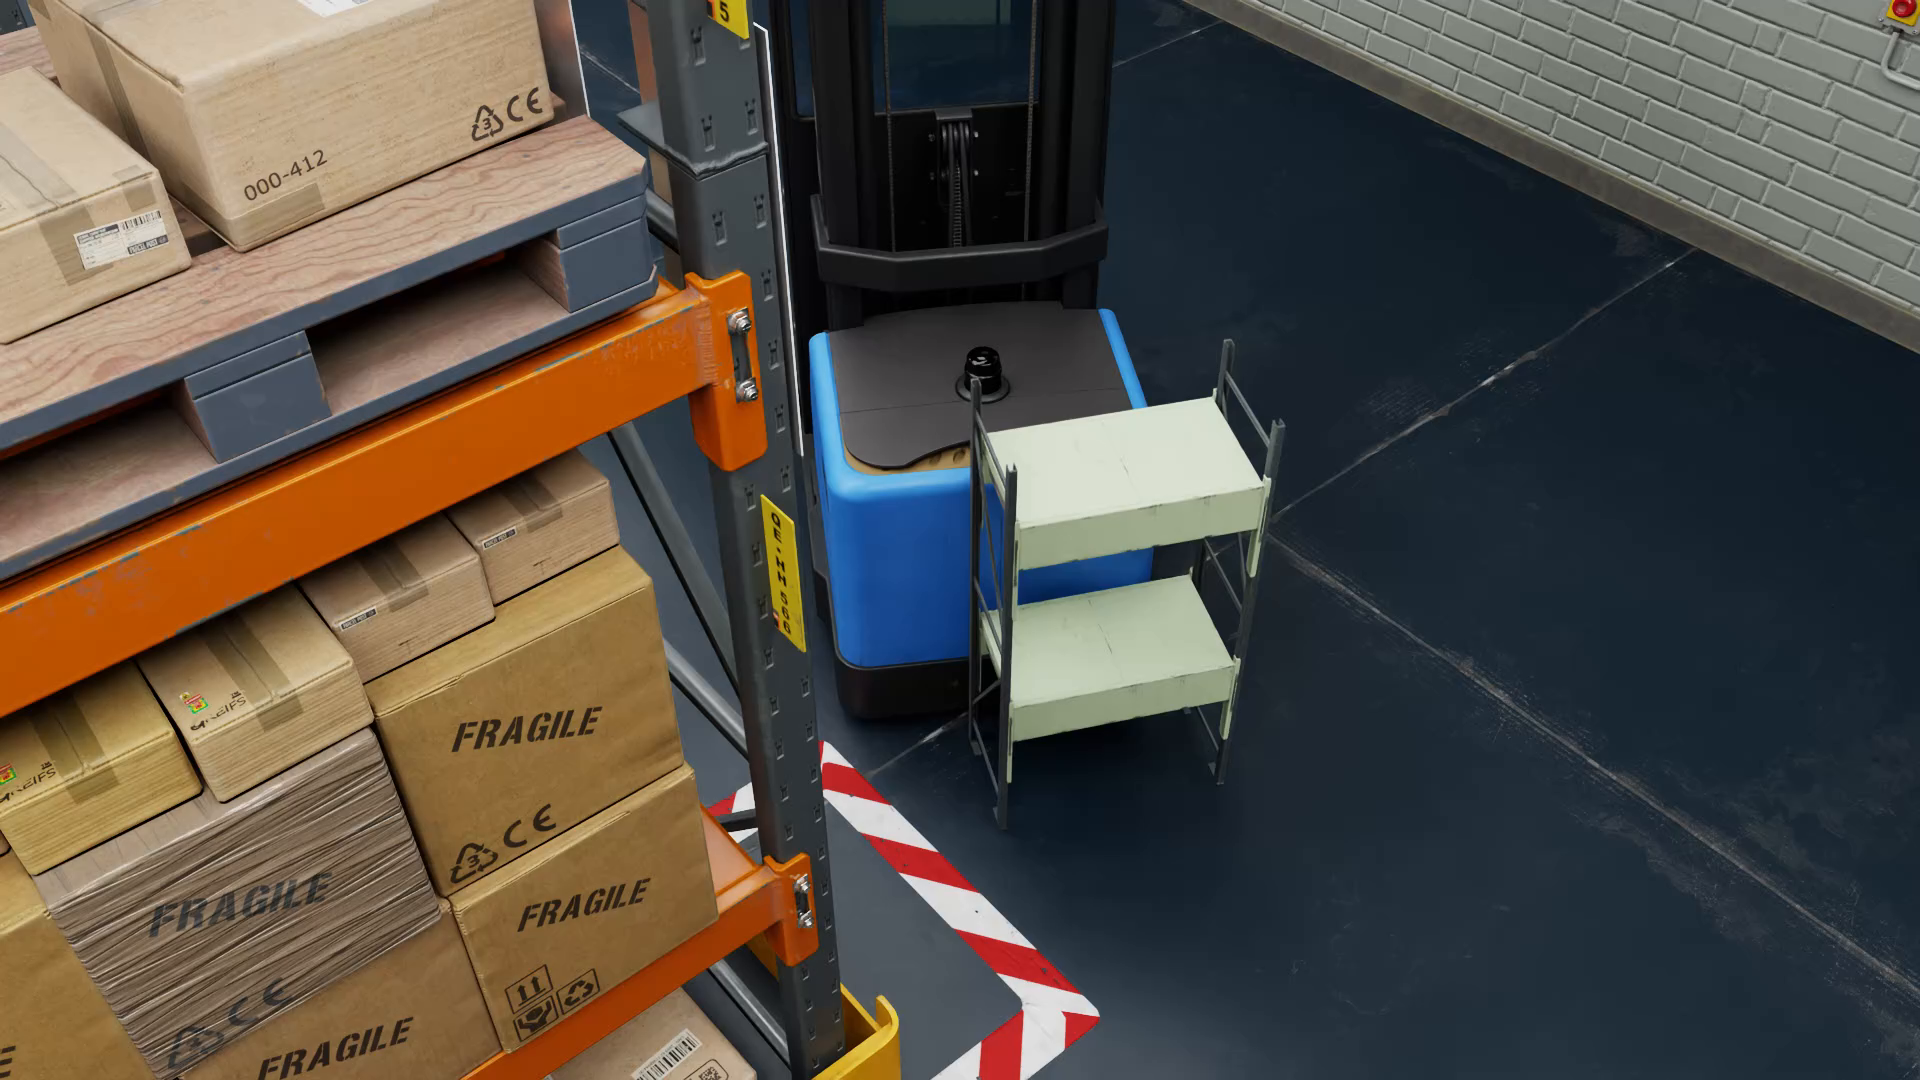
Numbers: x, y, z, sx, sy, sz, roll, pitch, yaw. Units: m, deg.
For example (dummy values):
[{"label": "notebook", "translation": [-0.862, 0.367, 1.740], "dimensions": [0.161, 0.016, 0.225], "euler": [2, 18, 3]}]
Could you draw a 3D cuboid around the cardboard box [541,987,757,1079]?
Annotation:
[{"label": "cardboard box", "translation": [-1.096, 1.404, 4.129], "dimensions": [0.875, 0.438, 0.875], "euler": [-32, 52, -29]}]

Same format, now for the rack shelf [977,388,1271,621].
[{"label": "rack shelf", "translation": [0.443, -0.106, 4.697], "dimensions": [0.720, 0.370, 0.431], "euler": [-10, 44, -10]}]

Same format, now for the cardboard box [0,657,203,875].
[{"label": "cardboard box", "translation": [-1.344, 0.277, 2.487], "dimensions": [0.250, 0.149, 0.380], "euler": [-29, 50, -27]}]

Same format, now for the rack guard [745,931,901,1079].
[{"label": "rack guard", "translation": [-0.636, 1.181, 4.627], "dimensions": [0.348, 0.500, 1.175], "euler": [-30, 51, -28]}]

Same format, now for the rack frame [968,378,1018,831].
[{"label": "rack frame", "translation": [0.088, 0.240, 4.899], "dimensions": [0.023, 1.500, 0.400], "euler": [-10, 44, -10]}]

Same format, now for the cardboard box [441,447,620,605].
[{"label": "cardboard box", "translation": [-0.801, -0.094, 2.882], "dimensions": [0.250, 0.149, 0.380], "euler": [-29, 50, -27]}]

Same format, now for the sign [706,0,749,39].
[{"label": "sign", "translation": [-0.317, -0.816, 2.148], "dimensions": [0.005, 0.325, 0.100], "euler": [-30, 51, -28]}]

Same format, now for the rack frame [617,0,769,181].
[{"label": "rack frame", "translation": [-0.654, -1.906, 1.707], "dimensions": [0.127, 3.000, 1.000], "euler": [-30, 51, -28]}]

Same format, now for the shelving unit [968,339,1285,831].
[{"label": "shelving unit", "translation": [0.443, 0.179, 4.964], "dimensions": [0.755, 1.500, 0.431], "euler": [-10, 44, -10]}]

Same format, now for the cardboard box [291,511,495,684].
[{"label": "cardboard box", "translation": [-0.980, 0.030, 2.750], "dimensions": [0.250, 0.149, 0.380], "euler": [-29, 50, -27]}]

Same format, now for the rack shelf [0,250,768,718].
[{"label": "rack shelf", "translation": [-2.188, 0.328, 2.044], "dimensions": [4.000, 0.370, 1.077], "euler": [-30, 51, -28]}]

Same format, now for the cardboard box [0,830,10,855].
[{"label": "cardboard box", "translation": [-1.590, 0.354, 2.405], "dimensions": [0.250, 0.149, 0.380], "euler": [-30, 51, -28]}]

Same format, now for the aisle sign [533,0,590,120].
[{"label": "aisle sign", "translation": [-0.785, -0.851, 3.066], "dimensions": [0.004, 0.787, 0.394], "euler": [-30, 51, -28]}]

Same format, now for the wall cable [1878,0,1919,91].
[{"label": "wall cable", "translation": [3.656, -2.590, 6.052], "dimensions": [0.123, 1.953, 0.585], "euler": [-30, 51, -28]}]

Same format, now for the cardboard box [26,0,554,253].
[{"label": "cardboard box", "translation": [-0.942, -0.703, 2.346], "dimensions": [0.500, 0.250, 0.500], "euler": [34, 53, 31]}]

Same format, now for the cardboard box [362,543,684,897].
[{"label": "cardboard box", "translation": [-0.871, 0.216, 3.025], "dimensions": [0.500, 0.500, 0.500], "euler": [-28, 50, -27]}]

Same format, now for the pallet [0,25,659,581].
[{"label": "pallet", "translation": [-1.216, -0.449, 2.411], "dimensions": [1.213, 0.211, 1.003], "euler": [-30, 51, -28]}]

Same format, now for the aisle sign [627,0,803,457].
[{"label": "aisle sign", "translation": [-0.400, -0.536, 2.731], "dimensions": [0.004, 0.787, 0.394], "euler": [-30, 51, -28]}]

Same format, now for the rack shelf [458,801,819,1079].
[{"label": "rack shelf", "translation": [-2.188, 1.421, 3.071], "dimensions": [4.000, 0.370, 1.077], "euler": [-30, 51, -28]}]

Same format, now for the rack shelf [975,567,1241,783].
[{"label": "rack shelf", "translation": [0.443, 0.416, 5.187], "dimensions": [0.720, 0.370, 0.431], "euler": [-10, 44, -10]}]

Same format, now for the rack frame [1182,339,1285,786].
[{"label": "rack frame", "translation": [0.798, 0.117, 5.030], "dimensions": [0.023, 1.500, 0.400], "euler": [-10, 44, -10]}]

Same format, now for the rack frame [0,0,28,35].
[{"label": "rack frame", "translation": [-3.908, -2.275, 6.481], "dimensions": [0.127, 3.000, 1.000], "euler": [-30, 51, -28]}]

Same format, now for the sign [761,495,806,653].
[{"label": "sign", "translation": [-0.317, 0.063, 2.973], "dimensions": [0.005, 0.325, 0.100], "euler": [-30, 51, -28]}]

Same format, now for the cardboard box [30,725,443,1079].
[{"label": "cardboard box", "translation": [-1.253, 0.461, 2.764], "dimensions": [0.500, 0.500, 0.500], "euler": [-30, 51, -28]}]

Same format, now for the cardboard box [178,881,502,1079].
[{"label": "cardboard box", "translation": [-1.249, 0.807, 3.126], "dimensions": [0.500, 0.500, 0.500], "euler": [-31, 51, -29]}]

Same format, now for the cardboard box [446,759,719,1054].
[{"label": "cardboard box", "translation": [-0.854, 0.595, 3.353], "dimensions": [0.500, 0.500, 0.500], "euler": [-30, 51, -28]}]

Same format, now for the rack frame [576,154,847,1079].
[{"label": "rack frame", "translation": [-0.654, 0.280, 3.760], "dimensions": [0.127, 3.000, 1.000], "euler": [-30, 51, -28]}]

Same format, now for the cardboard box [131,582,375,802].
[{"label": "cardboard box", "translation": [-1.124, 0.188, 2.582], "dimensions": [0.250, 0.149, 0.380], "euler": [-30, 51, -28]}]

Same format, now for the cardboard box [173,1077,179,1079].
[{"label": "cardboard box", "translation": [-1.637, 1.038, 2.880], "dimensions": [0.500, 0.500, 0.500], "euler": [-28, 50, -27]}]

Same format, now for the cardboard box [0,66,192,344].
[{"label": "cardboard box", "translation": [-1.212, -0.440, 2.140], "dimensions": [0.250, 0.149, 0.380], "euler": [-34, 53, -31]}]

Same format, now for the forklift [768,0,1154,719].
[{"label": "forklift", "translation": [-0.089, -1.490, 5.696], "dimensions": [1.130, 2.935, 3.031], "euler": [-6, 43, -6]}]

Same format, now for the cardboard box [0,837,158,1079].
[{"label": "cardboard box", "translation": [-1.635, 0.677, 2.535], "dimensions": [0.500, 0.500, 0.500], "euler": [-30, 51, -28]}]
